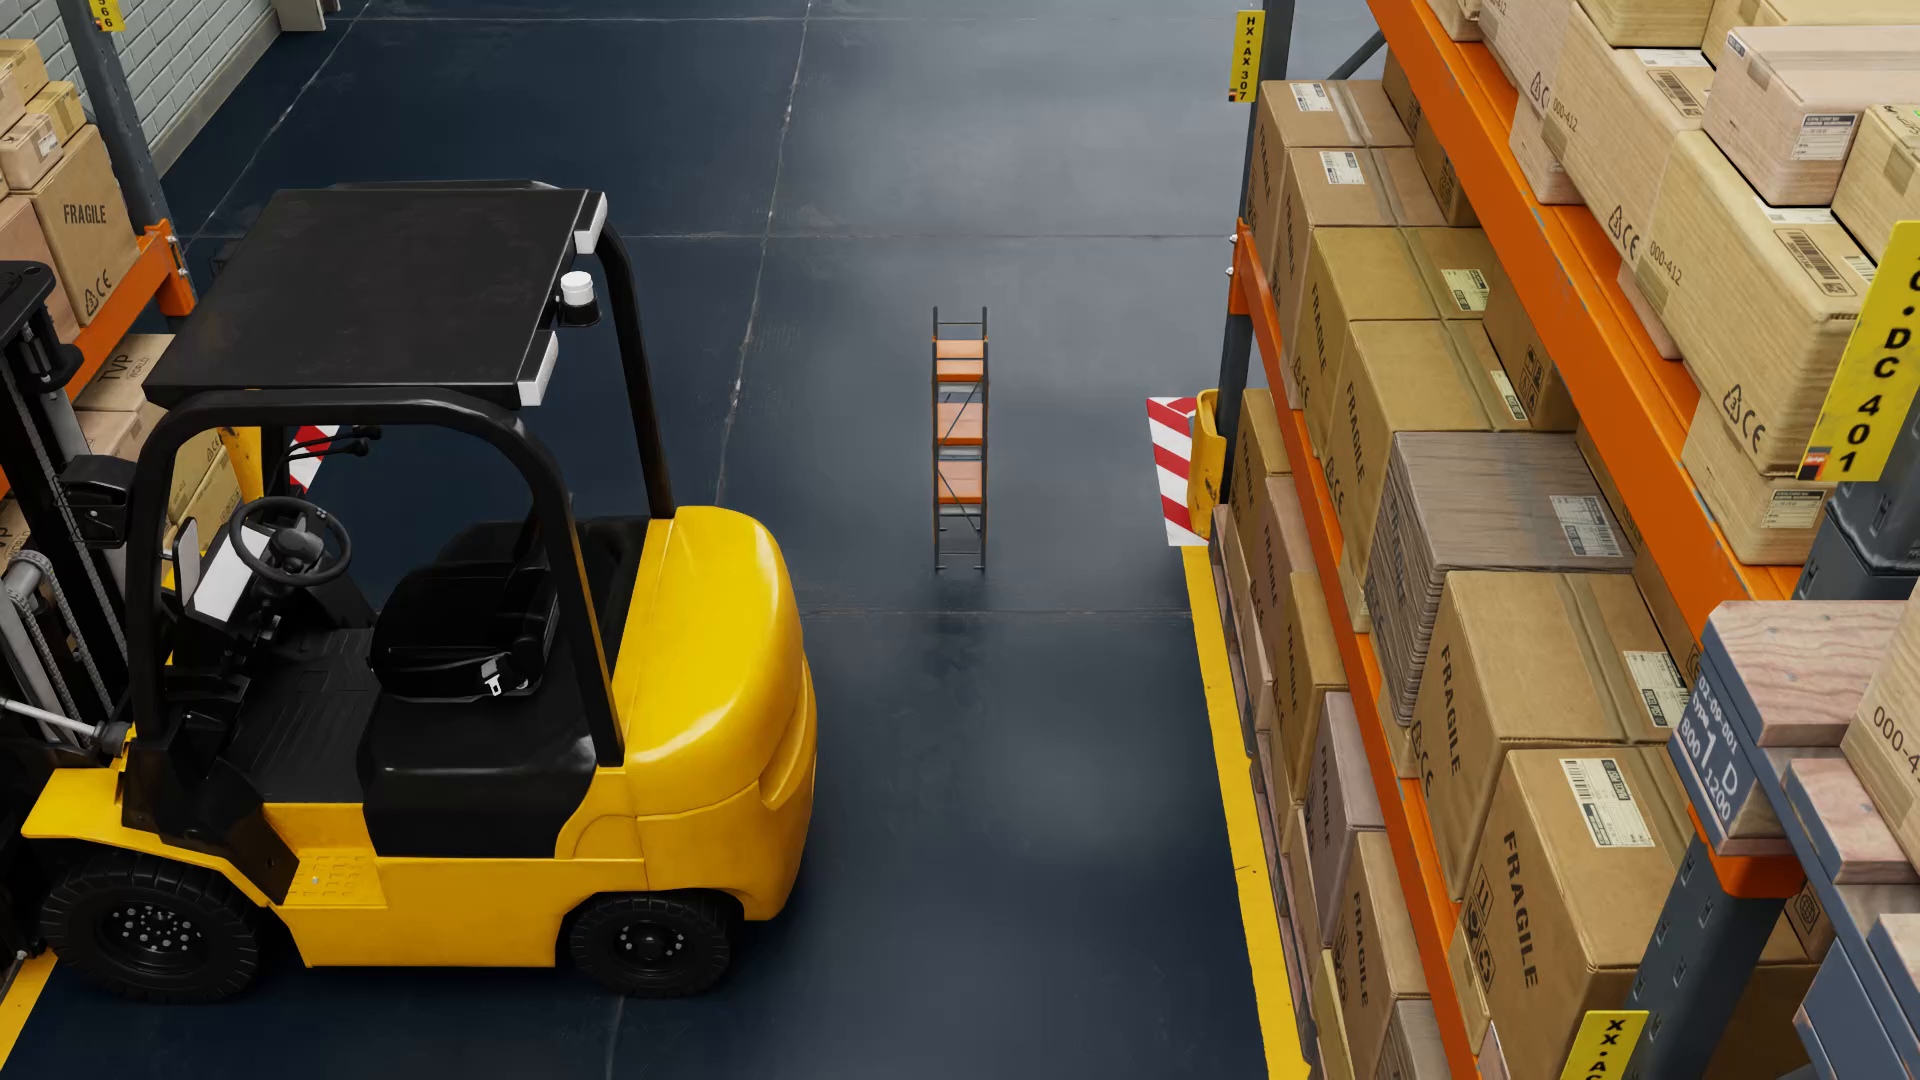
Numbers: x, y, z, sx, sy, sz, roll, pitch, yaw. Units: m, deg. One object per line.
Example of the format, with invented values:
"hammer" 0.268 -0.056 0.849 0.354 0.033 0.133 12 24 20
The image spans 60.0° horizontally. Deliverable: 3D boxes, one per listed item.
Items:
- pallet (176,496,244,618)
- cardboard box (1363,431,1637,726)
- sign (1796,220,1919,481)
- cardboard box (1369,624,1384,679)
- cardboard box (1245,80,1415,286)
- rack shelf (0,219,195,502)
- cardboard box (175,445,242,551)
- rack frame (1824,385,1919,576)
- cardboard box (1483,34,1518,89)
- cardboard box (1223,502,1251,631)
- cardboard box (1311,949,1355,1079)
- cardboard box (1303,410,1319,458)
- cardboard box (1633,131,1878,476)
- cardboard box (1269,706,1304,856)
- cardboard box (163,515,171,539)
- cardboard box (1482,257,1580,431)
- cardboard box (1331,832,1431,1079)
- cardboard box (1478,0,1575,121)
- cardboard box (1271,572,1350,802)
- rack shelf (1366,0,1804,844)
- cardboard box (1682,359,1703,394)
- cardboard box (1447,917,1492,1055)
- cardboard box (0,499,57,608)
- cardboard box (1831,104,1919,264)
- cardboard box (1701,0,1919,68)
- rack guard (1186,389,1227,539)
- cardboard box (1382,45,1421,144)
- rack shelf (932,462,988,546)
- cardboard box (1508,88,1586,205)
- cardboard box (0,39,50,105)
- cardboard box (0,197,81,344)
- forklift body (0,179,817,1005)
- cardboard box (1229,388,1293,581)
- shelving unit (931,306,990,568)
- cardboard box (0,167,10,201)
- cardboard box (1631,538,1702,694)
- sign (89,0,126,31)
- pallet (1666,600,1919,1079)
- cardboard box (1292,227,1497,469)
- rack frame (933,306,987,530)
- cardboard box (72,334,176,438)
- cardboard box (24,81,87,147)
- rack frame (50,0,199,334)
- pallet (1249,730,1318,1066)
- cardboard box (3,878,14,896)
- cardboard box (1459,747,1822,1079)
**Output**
"pallet" -3.386 0.243 6.278 1.003 0.211 1.213 0 39 0
"cardboard box" 1.278 0.093 3.918 0.500 0.500 0.500 1 39 1
"sign" 0.997 -0.195 1.783 0.100 0.325 0.005 0 39 0
"cardboard box" 1.259 0.274 4.210 0.380 0.149 0.250 -1 39 -1
"cardboard box" 1.258 -1.188 5.516 0.500 0.500 0.500 -1 39 -1
"rack shelf" -3.427 0.208 4.667 1.077 0.370 4.000 0 39 0
"cardboard box" -3.112 -0.121 6.365 0.500 0.250 0.500 0 39 0
"rack frame" 1.539 -1.169 1.013 1.000 3.000 0.127 0 39 0
"cardboard box" 1.328 -1.064 3.482 0.380 0.149 0.250 0 39 0
"cardboard box" 1.259 0.084 6.109 0.500 0.250 0.500 0 39 0
"cardboard box" 1.259 1.379 4.494 0.500 0.250 0.500 -1 39 -1
"cardboard box" 1.250 -0.374 5.020 0.380 0.149 0.250 1 39 1
"cardboard box" 1.270 -0.333 2.250 0.500 0.250 0.500 0 39 0
"cardboard box" 1.265 0.745 5.285 0.500 0.250 0.500 2 39 3
"cardboard box" -3.126 0.008 5.804 0.500 0.250 0.500 0 39 0
"cardboard box" 1.712 -0.608 3.993 0.700 0.500 0.500 0 39 0
"cardboard box" 1.268 1.101 4.241 0.500 0.500 0.500 1 39 1
"cardboard box" 1.282 -0.967 3.041 0.500 0.250 0.500 -1 39 -1
"cardboard box" 1.257 0.447 5.057 0.500 0.500 0.500 1 39 1
"rack shelf" 1.537 -0.968 3.736 1.077 0.370 4.000 0 39 0
"cardboard box" 1.322 -0.255 2.472 0.380 0.149 0.250 0 39 0
"cardboard box" 1.227 0.913 3.413 0.380 0.149 0.250 1 39 1
"cardboard box" -3.099 0.118 5.267 0.500 0.250 0.500 0 39 1
"cardboard box" 1.321 -0.410 2.027 0.380 0.149 0.250 1 39 1
"cardboard box" 1.333 -0.735 2.433 0.380 0.149 0.250 1 39 1
"rack guard" 1.535 -0.306 6.733 1.175 0.500 0.348 0 39 0
"cardboard box" 1.754 -1.555 5.175 0.700 0.500 0.500 -1 39 -1
"rack shelf" 0.000 -0.151 6.560 0.215 0.259 0.240 0 39 0
"cardboard box" 1.247 -0.741 3.078 0.380 0.149 0.250 1 39 1
"cardboard box" -3.218 -1.508 5.396 0.380 0.149 0.250 0 39 0
"cardboard box" -3.174 -0.730 5.183 0.500 0.500 0.500 1 39 1
"forklift body" -1.602 0.192 4.790 2.313 2.155 1.214 0 39 0
"cardboard box" 1.260 -0.193 5.856 0.500 0.500 0.500 -1 39 -2
"shelving unit" 0.000 -0.376 6.380 0.215 1.050 0.252 0 39 0
"cardboard box" -3.179 -1.077 5.096 0.380 0.149 0.250 1 39 1
"cardboard box" 1.777 0.032 3.194 0.700 0.500 0.500 0 39 0
"sign" -2.886 -1.859 5.556 0.100 0.325 0.005 0 39 0
"pallet" 1.434 0.461 1.528 1.213 0.211 1.003 0 39 0
"cardboard box" 1.264 -0.546 4.714 0.500 0.500 0.500 -1 39 -1
"rack frame" 0.000 -0.453 6.475 0.200 1.050 0.008 0 39 0
"cardboard box" -3.117 -0.517 6.060 0.500 0.250 0.500 1 39 1
"cardboard box" -3.148 -1.399 5.498 0.380 0.149 0.250 0 39 1
"rack frame" -3.429 -1.323 6.003 1.000 3.000 0.127 0 39 0
"pallet" 1.499 1.075 5.239 1.003 0.211 1.213 0 39 0
"cardboard box" -3.107 0.828 5.181 0.500 0.250 0.500 1 39 1
"cardboard box" 1.290 0.739 3.111 0.500 0.500 0.500 -1 39 -1
